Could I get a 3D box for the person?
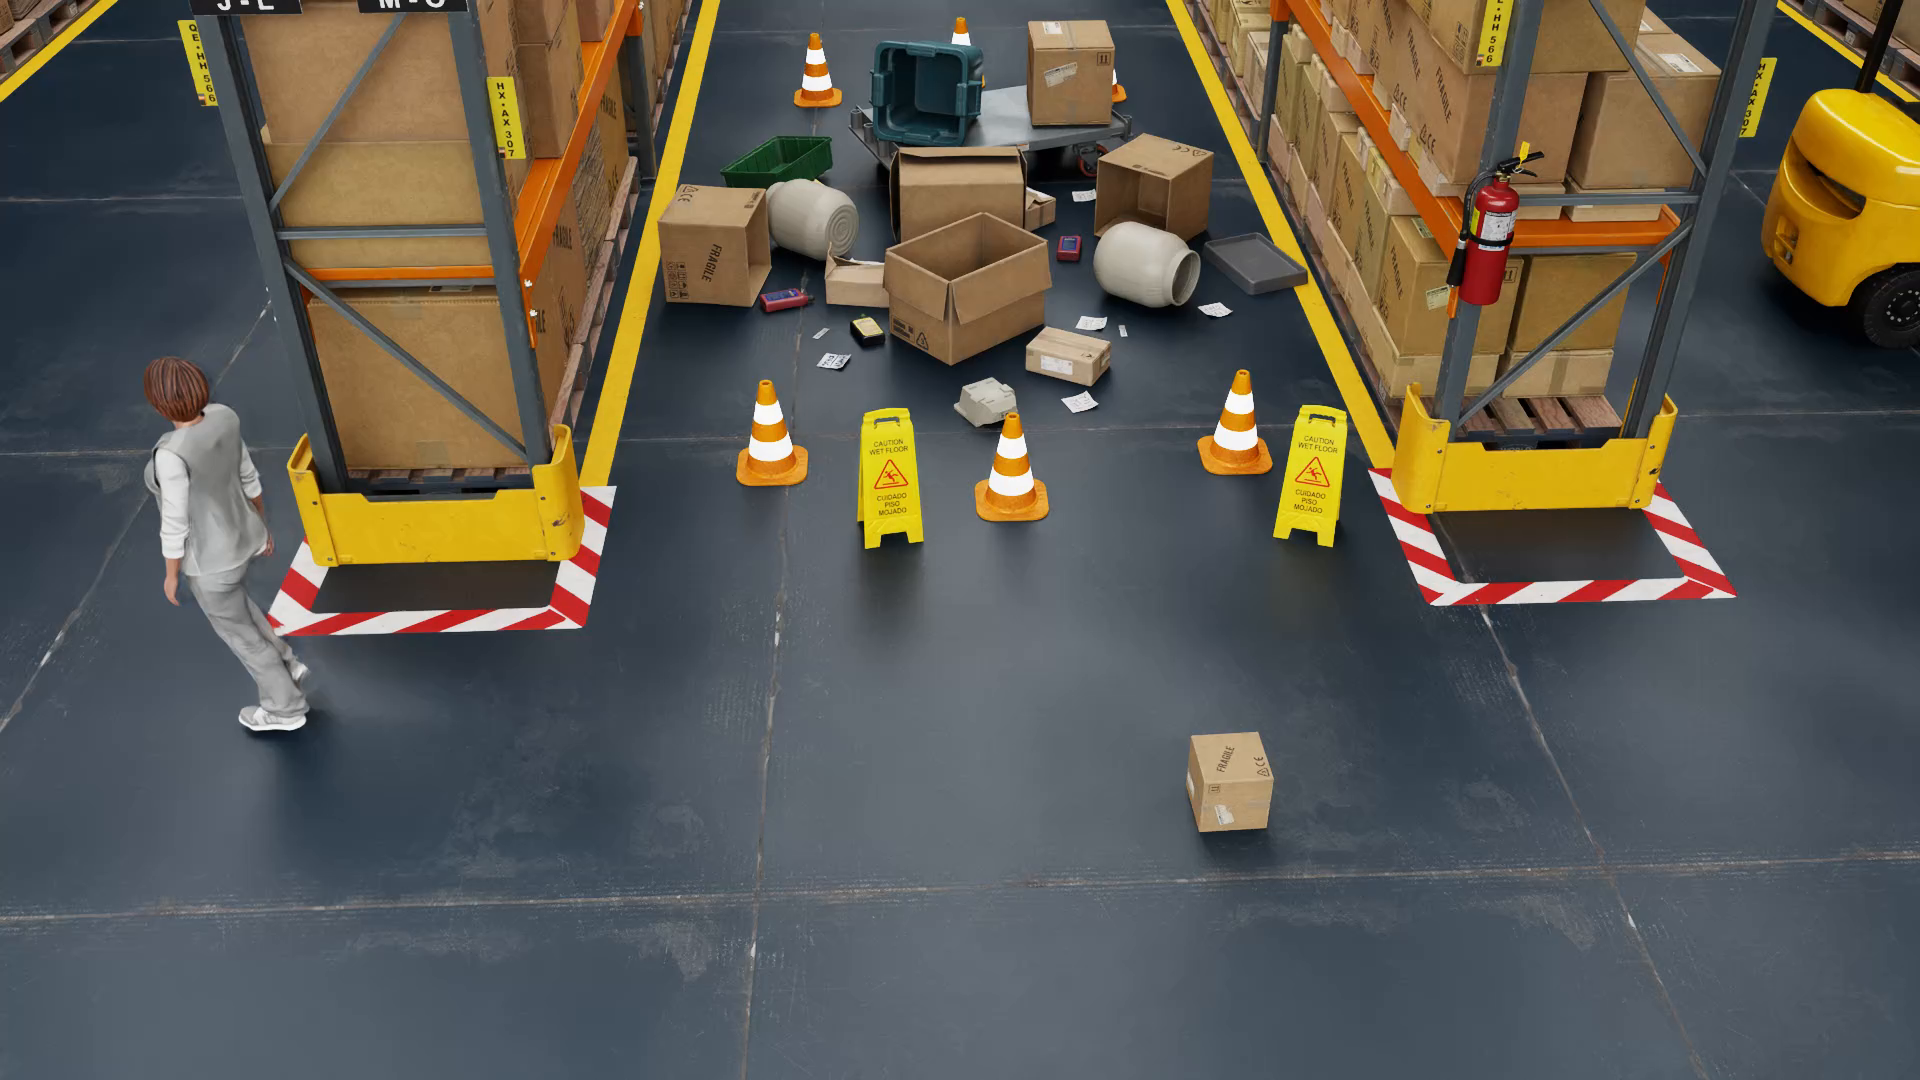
[{"bbox_3d":[-2.719,0.042,6.059,0.428,1.598,0.433,7,36,10],"label":"person"}]
